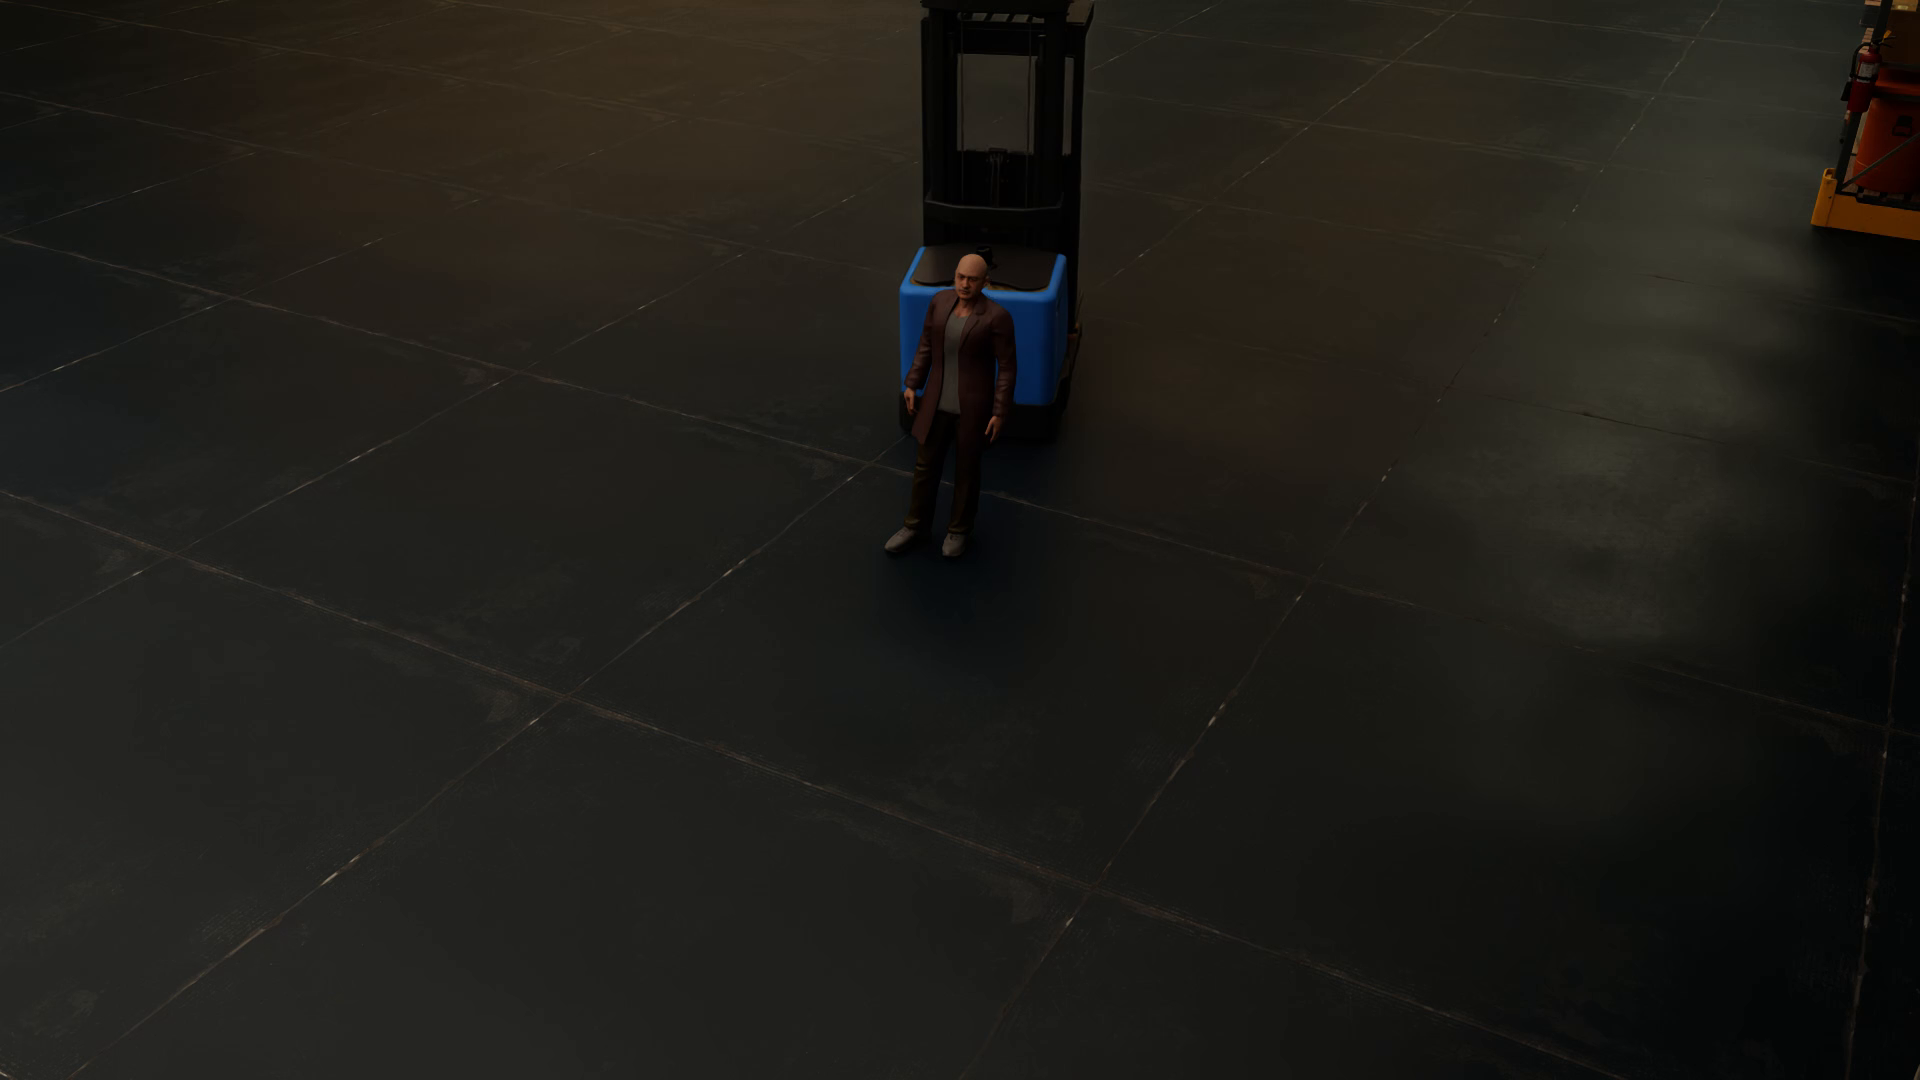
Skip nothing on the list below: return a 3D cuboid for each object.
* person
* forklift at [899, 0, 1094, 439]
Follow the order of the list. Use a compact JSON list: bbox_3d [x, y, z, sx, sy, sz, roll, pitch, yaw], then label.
[{"bbox_3d":[-0.048,-0.737,9.487,0.698,1.778,0.579,15,33,25],"label":"person"},{"bbox_3d":[0.323,-2.658,11.677,1.130,2.935,3.031,4,30,7],"label":"forklift"}]
